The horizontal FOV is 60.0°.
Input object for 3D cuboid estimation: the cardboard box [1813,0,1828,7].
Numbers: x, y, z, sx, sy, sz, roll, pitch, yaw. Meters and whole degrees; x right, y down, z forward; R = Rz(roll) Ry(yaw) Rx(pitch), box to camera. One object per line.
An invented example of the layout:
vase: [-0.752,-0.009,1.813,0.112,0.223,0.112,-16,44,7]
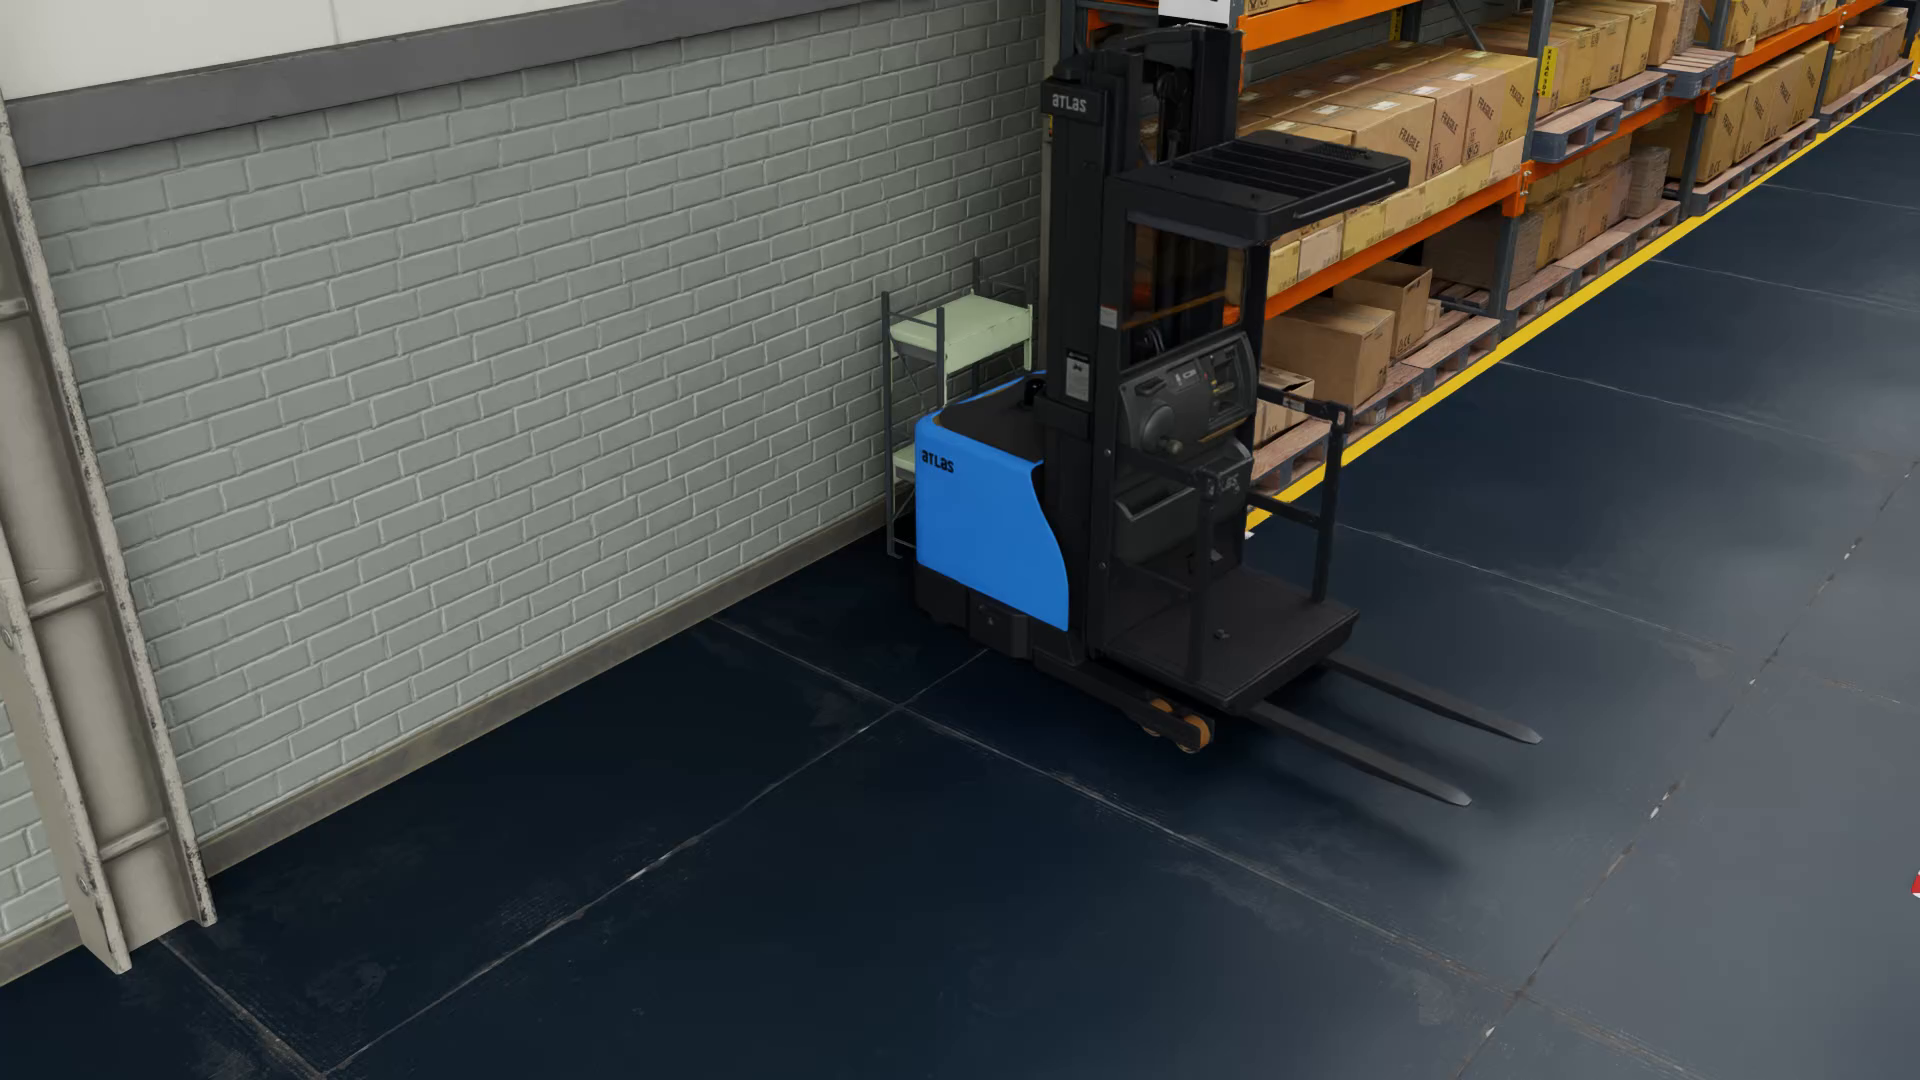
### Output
cardboard box: [8.152,-5.485,16.134,0.500,0.500,0.500,21,34,35]

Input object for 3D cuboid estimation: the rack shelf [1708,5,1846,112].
rack shelf: [7.296,-4.692,15.839,1.077,0.370,4.000,21,34,34]

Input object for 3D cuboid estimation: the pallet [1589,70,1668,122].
pallet: [4.797,-3.504,12.967,1.003,0.211,1.213,21,34,34]

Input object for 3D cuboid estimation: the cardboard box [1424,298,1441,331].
cardboard box: [3.163,-1.623,11.727,0.380,0.166,0.250,16,31,28]

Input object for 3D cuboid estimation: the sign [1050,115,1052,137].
sign: [0.520,-2.290,8.808,0.100,0.325,0.005,21,34,34]

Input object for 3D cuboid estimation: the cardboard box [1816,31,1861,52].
cardboard box: [9.482,-5.388,17.959,0.380,0.149,0.250,22,35,36]

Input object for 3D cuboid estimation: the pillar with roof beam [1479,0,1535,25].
pillar with roof beam: [7.852,-5.501,10.090,9.100,9.000,0.400,21,34,34]

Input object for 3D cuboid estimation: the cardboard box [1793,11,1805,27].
cardboard box: [7.901,-5.062,16.023,0.380,0.149,0.250,21,34,34]

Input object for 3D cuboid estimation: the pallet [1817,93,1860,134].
pallet: [9.112,-4.729,18.162,1.003,0.211,1.213,21,34,34]

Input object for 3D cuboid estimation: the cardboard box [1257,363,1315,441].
cardboard box: [1.808,-0.889,10.150,0.500,0.311,0.500,24,36,38]

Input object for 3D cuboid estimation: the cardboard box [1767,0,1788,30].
cardboard box: [7.187,-4.944,15.088,0.500,0.500,0.500,21,34,34]

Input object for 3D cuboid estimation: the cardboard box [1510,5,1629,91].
cardboard box: [4.586,-3.733,12.614,0.500,0.500,0.700,-23,35,-37]

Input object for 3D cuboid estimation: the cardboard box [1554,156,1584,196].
cardboard box: [4.541,-2.911,13.038,0.500,0.250,0.500,20,33,33]

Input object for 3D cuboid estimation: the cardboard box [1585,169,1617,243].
cardboard box: [4.895,-2.784,13.609,0.700,0.500,0.500,21,34,34]

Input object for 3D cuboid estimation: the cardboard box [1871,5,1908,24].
cardboard box: [10.803,-6.127,19.387,0.380,0.149,0.250,20,34,34]

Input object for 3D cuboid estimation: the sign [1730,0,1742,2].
sign: [6.449,-4.626,13.755,0.100,0.325,0.005,21,34,34]

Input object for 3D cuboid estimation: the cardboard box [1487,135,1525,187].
cardboard box: [3.412,-2.570,11.095,0.500,0.250,0.500,21,34,35]

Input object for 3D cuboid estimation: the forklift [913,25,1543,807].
forklift: [1.174,-0.623,7.264,3.031,2.935,1.130,24,36,38]

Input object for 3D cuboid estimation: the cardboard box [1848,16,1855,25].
cardboard box: [10.027,-5.970,19.083,0.380,0.149,0.250,21,34,35]

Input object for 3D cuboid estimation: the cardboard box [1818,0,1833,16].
cardboard box: [8.429,-5.319,16.519,0.380,0.149,0.250,21,34,35]

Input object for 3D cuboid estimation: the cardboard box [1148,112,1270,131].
cardboard box: [1.399,-2.146,9.460,0.500,0.500,0.500,21,34,35]

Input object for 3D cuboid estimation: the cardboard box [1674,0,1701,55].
cardboard box: [5.733,-4.373,13.851,0.700,0.500,0.500,16,32,29]

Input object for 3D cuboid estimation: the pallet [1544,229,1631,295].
pallet: [4.750,-2.357,13.576,1.003,0.211,1.213,21,34,34]

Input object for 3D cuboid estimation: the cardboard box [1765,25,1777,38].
cardboard box: [7.379,-4.796,15.508,0.380,0.149,0.250,21,34,35]

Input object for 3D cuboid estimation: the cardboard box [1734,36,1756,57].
cardboard box: [6.814,-4.405,14.753,0.380,0.149,0.250,22,35,36]

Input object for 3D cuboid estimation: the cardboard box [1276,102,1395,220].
cardboard box: [2.127,-2.177,9.518,0.500,0.500,0.500,19,33,33]

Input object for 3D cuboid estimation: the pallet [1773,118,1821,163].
pallet: [8.136,-4.187,17.113,1.003,0.211,1.213,21,34,34]

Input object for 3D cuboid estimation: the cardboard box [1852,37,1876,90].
cardboard box: [9.773,-5.391,18.669,0.700,0.500,0.500,22,34,36]

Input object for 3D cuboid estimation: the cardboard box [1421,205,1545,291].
cardboard box: [3.935,-2.235,12.548,0.700,0.500,0.500,22,35,36]

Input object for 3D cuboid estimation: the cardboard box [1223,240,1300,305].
cardboard box: [1.491,-1.489,9.005,0.500,0.250,0.500,20,33,33]

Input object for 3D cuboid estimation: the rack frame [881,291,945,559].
rack frame: [-0.237,-0.534,8.650,0.400,1.500,0.023,21,34,34]

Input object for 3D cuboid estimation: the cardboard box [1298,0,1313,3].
cardboard box: [1.710,-3.077,8.539,0.500,0.500,0.500,23,35,38]

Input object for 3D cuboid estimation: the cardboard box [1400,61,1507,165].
cardboard box: [3.105,-2.723,10.575,0.500,0.500,0.500,21,34,34]

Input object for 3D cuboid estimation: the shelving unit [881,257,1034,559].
shelving unit: [-0.004,-0.664,8.901,0.431,1.500,0.755,21,34,34]

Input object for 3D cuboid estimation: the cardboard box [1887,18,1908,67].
cardboard box: [10.745,-5.938,19.727,0.700,0.500,0.500,21,34,34]

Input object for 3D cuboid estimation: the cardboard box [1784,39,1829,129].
cardboard box: [8.255,-4.684,16.923,0.750,0.750,0.750,21,34,35]

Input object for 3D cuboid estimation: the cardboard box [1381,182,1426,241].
cardboard box: [2.462,-2.034,10.060,0.500,0.250,0.500,21,34,35]

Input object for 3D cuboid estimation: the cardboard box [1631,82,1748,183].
cardboard box: [6.593,-3.757,15.130,0.750,0.750,0.750,20,34,34]

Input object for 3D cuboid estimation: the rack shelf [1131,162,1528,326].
rack shelf: [2.208,-1.856,10.356,1.077,0.370,4.000,21,34,34]

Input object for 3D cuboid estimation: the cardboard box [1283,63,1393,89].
cardboard box: [2.366,-2.697,10.524,0.500,0.500,0.500,22,34,36]

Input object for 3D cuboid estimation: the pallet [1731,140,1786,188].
pallet: [7.360,-3.752,16.273,1.003,0.211,1.213,21,34,34]

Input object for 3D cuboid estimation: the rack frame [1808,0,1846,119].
rack frame: [8.568,-5.721,17.044,1.000,3.000,0.127,21,34,34]
